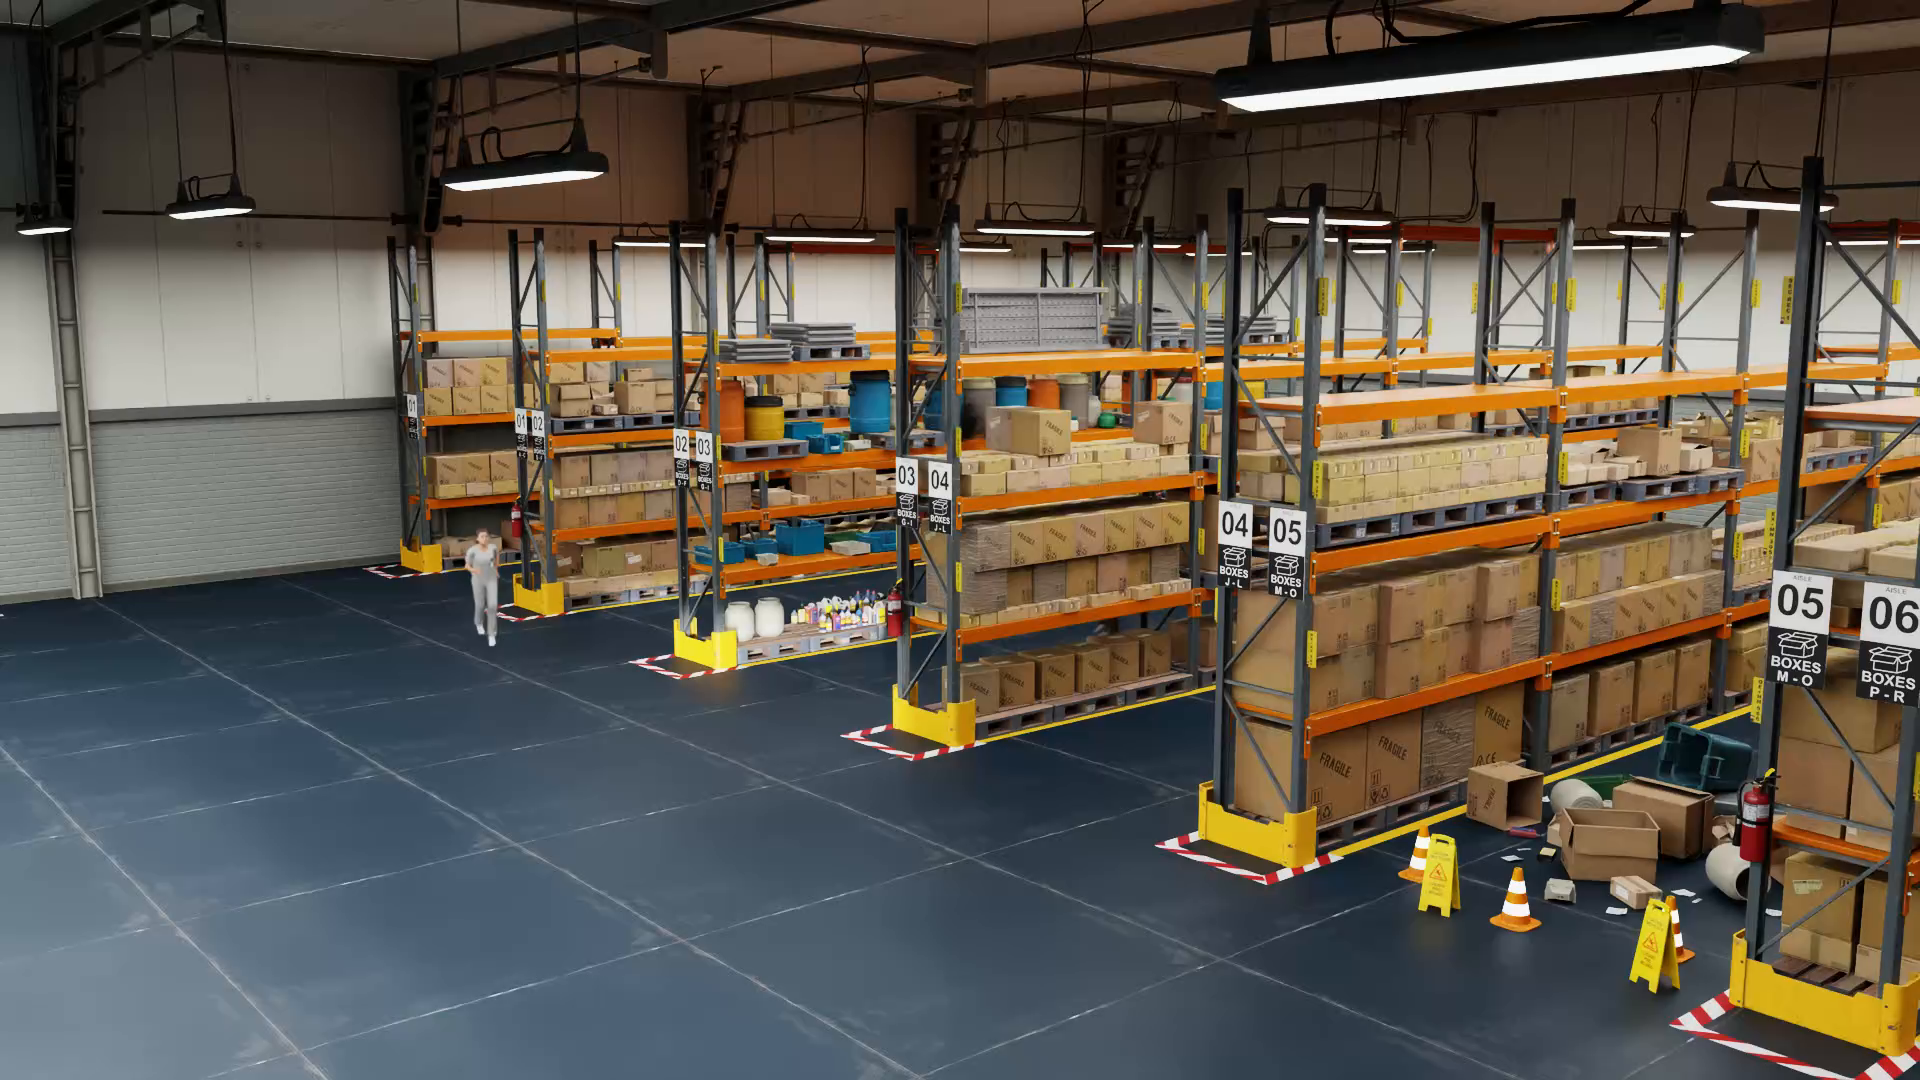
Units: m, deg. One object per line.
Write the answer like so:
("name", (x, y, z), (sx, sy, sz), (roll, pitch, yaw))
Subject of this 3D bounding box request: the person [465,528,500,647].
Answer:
("person", (-6.927, 0.643, 24.156), (0.507, 1.688, 0.937), (-3, 9, -21))

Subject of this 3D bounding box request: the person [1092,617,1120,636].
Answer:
("person", (1.908, 0.509, 22.870), (0.814, 1.758, 0.712), (-4, 10, -25))
